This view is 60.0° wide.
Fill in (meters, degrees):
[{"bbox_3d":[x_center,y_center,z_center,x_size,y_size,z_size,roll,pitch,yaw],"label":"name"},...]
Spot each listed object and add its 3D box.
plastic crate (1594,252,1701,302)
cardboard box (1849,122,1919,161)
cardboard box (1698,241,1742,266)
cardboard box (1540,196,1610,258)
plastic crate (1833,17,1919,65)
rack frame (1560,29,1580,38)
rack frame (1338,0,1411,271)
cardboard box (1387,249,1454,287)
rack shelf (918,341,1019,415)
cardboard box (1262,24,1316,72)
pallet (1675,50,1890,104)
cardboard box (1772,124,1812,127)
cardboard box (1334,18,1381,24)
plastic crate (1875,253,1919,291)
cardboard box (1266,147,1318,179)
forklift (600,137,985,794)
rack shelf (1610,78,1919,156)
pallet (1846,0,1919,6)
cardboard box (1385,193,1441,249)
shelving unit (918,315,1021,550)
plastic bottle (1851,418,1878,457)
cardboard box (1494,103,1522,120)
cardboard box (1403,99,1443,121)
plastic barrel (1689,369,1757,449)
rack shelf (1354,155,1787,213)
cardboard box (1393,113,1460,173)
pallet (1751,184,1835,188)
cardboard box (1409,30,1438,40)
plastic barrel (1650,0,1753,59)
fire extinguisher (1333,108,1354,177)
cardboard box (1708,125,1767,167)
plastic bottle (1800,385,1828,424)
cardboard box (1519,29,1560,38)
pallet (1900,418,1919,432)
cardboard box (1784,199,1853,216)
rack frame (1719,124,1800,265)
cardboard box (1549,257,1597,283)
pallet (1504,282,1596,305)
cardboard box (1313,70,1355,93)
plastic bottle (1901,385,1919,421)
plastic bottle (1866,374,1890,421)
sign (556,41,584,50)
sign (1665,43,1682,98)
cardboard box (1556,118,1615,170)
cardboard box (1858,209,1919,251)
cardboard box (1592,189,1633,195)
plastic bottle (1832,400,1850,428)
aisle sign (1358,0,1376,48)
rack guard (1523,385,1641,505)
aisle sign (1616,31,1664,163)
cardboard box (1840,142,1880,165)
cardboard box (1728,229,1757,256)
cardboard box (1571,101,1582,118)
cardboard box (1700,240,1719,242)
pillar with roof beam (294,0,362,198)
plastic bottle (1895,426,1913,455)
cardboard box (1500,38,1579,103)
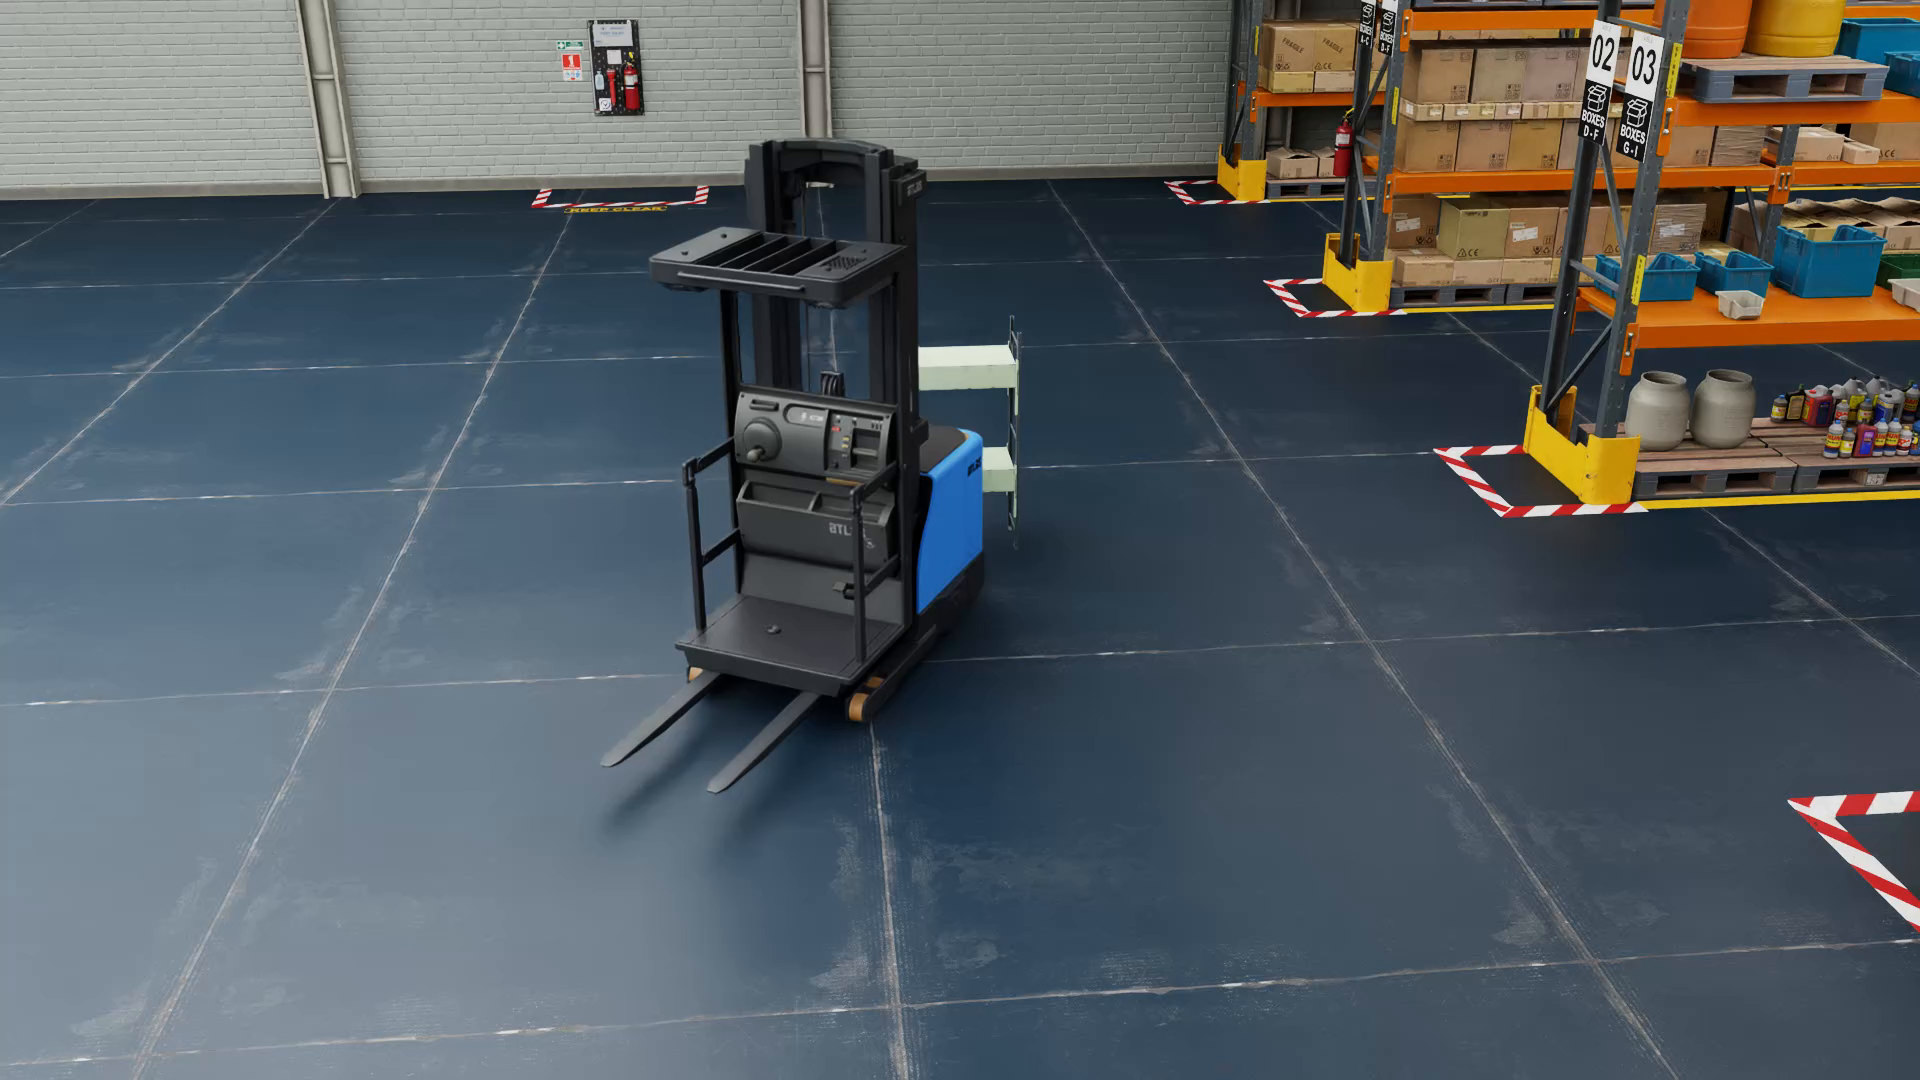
[{"bbox_3d":[4.958,-1.909,12.034,0.616,0.251,0.499,-2,24,-5],"label":"plastic crate"},{"bbox_3d":[9.277,-4.089,16.632,0.500,0.500,0.500,-1,24,-1],"label":"cardboard box"},{"bbox_3d":[7.547,-2.826,16.784,0.500,0.250,0.500,-2,24,-5],"label":"cardboard box"},{"bbox_3d":[6.055,-3.106,16.491,0.500,0.500,0.500,-2,24,-5],"label":"cardboard box"},{"bbox_3d":[6.358,-3.397,11.526,0.575,0.384,0.392,-2,24,-5],"label":"plastic crate"},{"bbox_3d":[7.496,-6.000,21.056,0.127,3.000,1.000,-2,24,-5],"label":"rack frame"},{"bbox_3d":[4.006,-3.838,16.192,0.127,3.000,1.000,-2,24,-5],"label":"rack frame"},{"bbox_3d":[4.562,-2.705,16.511,0.500,0.250,0.500,-2,24,-5],"label":"cardboard box"},{"bbox_3d":[-0.007,-1.042,10.786,0.720,0.370,0.431,-2,24,-5],"label":"rack shelf"},{"bbox_3d":[4.020,-6.021,20.340,0.500,0.500,0.500,-2,24,-5],"label":"cardboard box"},{"bbox_3d":[5.322,-3.114,11.102,1.213,0.211,1.003,-2,24,-5],"label":"pallet"},{"bbox_3d":[10.766,-5.169,21.721,0.500,0.500,0.700,-2,24,-4],"label":"cardboard box"},{"bbox_3d":[4.980,-6.267,20.893,0.500,0.500,0.500,-3,24,-7],"label":"cardboard box"},{"bbox_3d":[7.092,-1.959,12.224,0.662,0.188,0.450,-2,24,-5],"label":"plastic crate"},{"bbox_3d":[4.213,-4.804,21.133,0.500,0.311,0.500,-5,24,-11],"label":"cardboard box"},{"bbox_3d":[-0.884,-0.541,8.858,1.130,2.935,3.031,10,26,21],"label":"forklift"},{"bbox_3d":[6.480,-2.958,11.404,4.000,0.370,1.077,-2,24,-5],"label":"rack shelf"},{"bbox_3d":[8.864,-5.322,16.072,1.217,0.209,0.805,-3,24,-7],"label":"pallet"},{"bbox_3d":[4.511,-3.258,16.832,0.500,0.500,0.500,-2,24,-5],"label":"cardboard box"},{"bbox_3d":[-0.007,-0.685,10.945,0.755,1.500,0.431,-2,24,-5],"label":"shelving unit"},{"bbox_3d":[6.552,-0.744,12.033,0.133,0.283,0.061,-2,24,-4],"label":"plastic bottle"},{"bbox_3d":[5.180,-4.139,15.947,0.250,0.149,0.380,-3,24,-6],"label":"cardboard box"},{"bbox_3d":[4.418,-4.109,15.879,0.250,0.149,0.380,-2,24,-6],"label":"cardboard box"},{"bbox_3d":[5.636,-0.968,12.281,0.421,0.512,0.421,0,24,0],"label":"plastic barrel"},{"bbox_3d":[5.997,-3.589,16.518,4.000,0.370,1.077,-2,24,-5],"label":"rack shelf"},{"bbox_3d":[4.472,-3.897,16.202,0.500,0.500,0.700,-2,24,-5],"label":"cardboard box"},{"bbox_3d":[10.699,-4.855,21.912,1.213,0.211,1.003,-2,24,-5],"label":"pallet"},{"bbox_3d":[5.541,-6.080,20.473,0.500,0.500,0.500,-2,24,-3],"label":"cardboard box"},{"bbox_3d":[4.961,-3.665,11.065,0.708,0.830,0.600,-2,24,-5],"label":"plastic barrel"},{"bbox_3d":[3.843,-3.986,16.620,0.183,0.674,0.296,-2,24,-5],"label":"fire extinguisher"},{"bbox_3d":[7.546,-4.023,16.485,0.500,0.500,0.700,-3,24,-7],"label":"cardboard box"},{"bbox_3d":[6.528,-1.042,12.712,0.135,0.276,0.152,-2,24,-5],"label":"plastic bottle"},{"bbox_3d":[7.056,-6.139,20.606,0.500,0.500,0.500,-2,24,-5],"label":"cardboard box"},{"bbox_3d":[7.798,-0.711,12.590,1.213,0.211,1.003,-2,24,-5],"label":"pallet"},{"bbox_3d":[8.879,-3.345,17.260,0.500,0.311,0.500,-2,24,-4],"label":"cardboard box"},{"bbox_3d":[7.987,-3.998,16.551,0.127,3.000,1.000,-2,24,-5],"label":"rack frame"},{"bbox_3d":[6.055,-2.764,16.644,0.500,0.250,0.500,-2,24,-5],"label":"cardboard box"},{"bbox_3d":[5.975,-2.659,16.972,1.213,0.211,1.003,-2,24,-5],"label":"pallet"},{"bbox_3d":[4.548,-5.698,20.538,0.500,0.250,0.500,-3,24,-7],"label":"cardboard box"},{"bbox_3d":[7.296,-1.057,12.752,0.097,0.271,0.097,0,24,0],"label":"plastic bottle"},{"bbox_3d":[7.015,-1.097,12.745,0.185,0.351,0.144,-2,24,-6],"label":"plastic bottle"},{"bbox_3d":[-4.862,-6.170,20.741,0.331,0.109,0.001,-2,24,-5],"label":"sign"},{"bbox_3d":[4.539,-2.988,10.575,0.005,0.325,0.100,-2,24,-5],"label":"sign"},{"bbox_3d":[6.013,-3.960,16.344,0.500,0.500,0.700,-2,24,-4],"label":"cardboard box"},{"bbox_3d":[9.436,-3.144,16.809,0.500,0.311,0.500,-3,24,-7],"label":"cardboard box"},{"bbox_3d":[6.500,-3.344,17.025,0.500,0.500,0.500,-2,24,-5],"label":"cardboard box"},{"bbox_3d":[6.697,-0.964,12.628,0.097,0.201,0.097,0,24,0],"label":"plastic bottle"},{"bbox_3d":[3.912,-5.142,15.925,0.004,0.787,0.394,-2,24,-5],"label":"aisle sign"},{"bbox_3d":[4.561,-0.716,12.245,0.348,0.500,1.175,-2,24,-5],"label":"rack guard"},{"bbox_3d":[4.447,-2.902,10.886,0.004,0.787,0.394,-2,24,-5],"label":"aisle sign"},{"bbox_3d":[8.889,-3.836,16.496,0.250,0.149,0.380,-2,24,-5],"label":"cardboard box"},{"bbox_3d":[8.371,-3.067,17.325,0.500,0.250,0.500,-3,24,-6],"label":"cardboard box"},{"bbox_3d":[5.948,-4.170,16.017,0.250,0.149,0.380,-2,24,-5],"label":"cardboard box"},{"bbox_3d":[7.496,-3.037,17.258,0.500,0.250,0.500,-2,24,-5],"label":"cardboard box"},{"bbox_3d":[-7.391,-6.740,15.335,0.400,9.000,9.100,-2,24,-5],"label":"pillar with roof beam"},{"bbox_3d":[6.864,-0.726,12.094,0.097,0.201,0.097,0,24,0],"label":"plastic bottle"},{"bbox_3d":[5.549,-4.536,16.041,0.500,0.500,0.700,-2,24,-5],"label":"cardboard box"}]
